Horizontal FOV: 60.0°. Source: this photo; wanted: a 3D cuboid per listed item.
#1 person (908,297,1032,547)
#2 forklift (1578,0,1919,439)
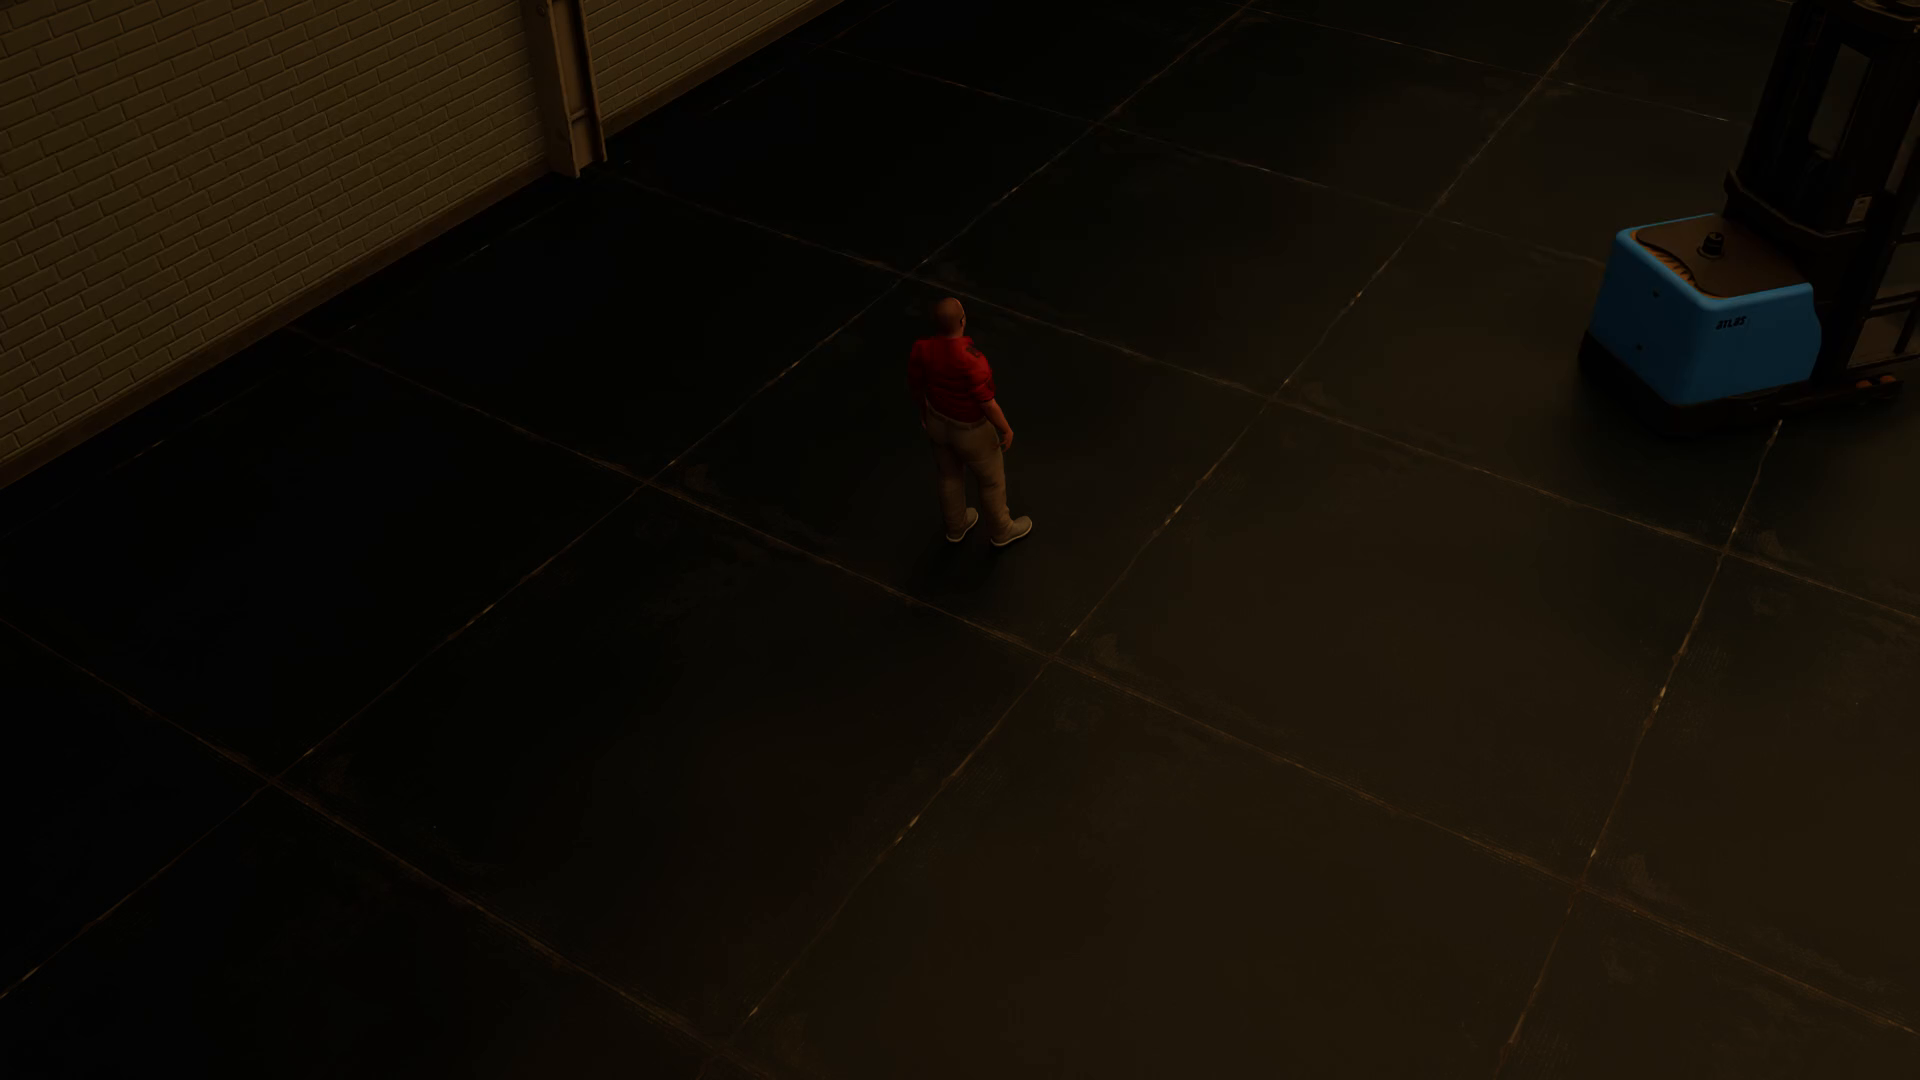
[{"bbox_3d":[0.059,-0.711,9.722,0.640,1.724,0.551,22,45,24],"label":"person"},{"bbox_3d":[5.893,-2.352,10.742,3.031,2.935,1.130,-12,42,-14],"label":"forklift"}]
